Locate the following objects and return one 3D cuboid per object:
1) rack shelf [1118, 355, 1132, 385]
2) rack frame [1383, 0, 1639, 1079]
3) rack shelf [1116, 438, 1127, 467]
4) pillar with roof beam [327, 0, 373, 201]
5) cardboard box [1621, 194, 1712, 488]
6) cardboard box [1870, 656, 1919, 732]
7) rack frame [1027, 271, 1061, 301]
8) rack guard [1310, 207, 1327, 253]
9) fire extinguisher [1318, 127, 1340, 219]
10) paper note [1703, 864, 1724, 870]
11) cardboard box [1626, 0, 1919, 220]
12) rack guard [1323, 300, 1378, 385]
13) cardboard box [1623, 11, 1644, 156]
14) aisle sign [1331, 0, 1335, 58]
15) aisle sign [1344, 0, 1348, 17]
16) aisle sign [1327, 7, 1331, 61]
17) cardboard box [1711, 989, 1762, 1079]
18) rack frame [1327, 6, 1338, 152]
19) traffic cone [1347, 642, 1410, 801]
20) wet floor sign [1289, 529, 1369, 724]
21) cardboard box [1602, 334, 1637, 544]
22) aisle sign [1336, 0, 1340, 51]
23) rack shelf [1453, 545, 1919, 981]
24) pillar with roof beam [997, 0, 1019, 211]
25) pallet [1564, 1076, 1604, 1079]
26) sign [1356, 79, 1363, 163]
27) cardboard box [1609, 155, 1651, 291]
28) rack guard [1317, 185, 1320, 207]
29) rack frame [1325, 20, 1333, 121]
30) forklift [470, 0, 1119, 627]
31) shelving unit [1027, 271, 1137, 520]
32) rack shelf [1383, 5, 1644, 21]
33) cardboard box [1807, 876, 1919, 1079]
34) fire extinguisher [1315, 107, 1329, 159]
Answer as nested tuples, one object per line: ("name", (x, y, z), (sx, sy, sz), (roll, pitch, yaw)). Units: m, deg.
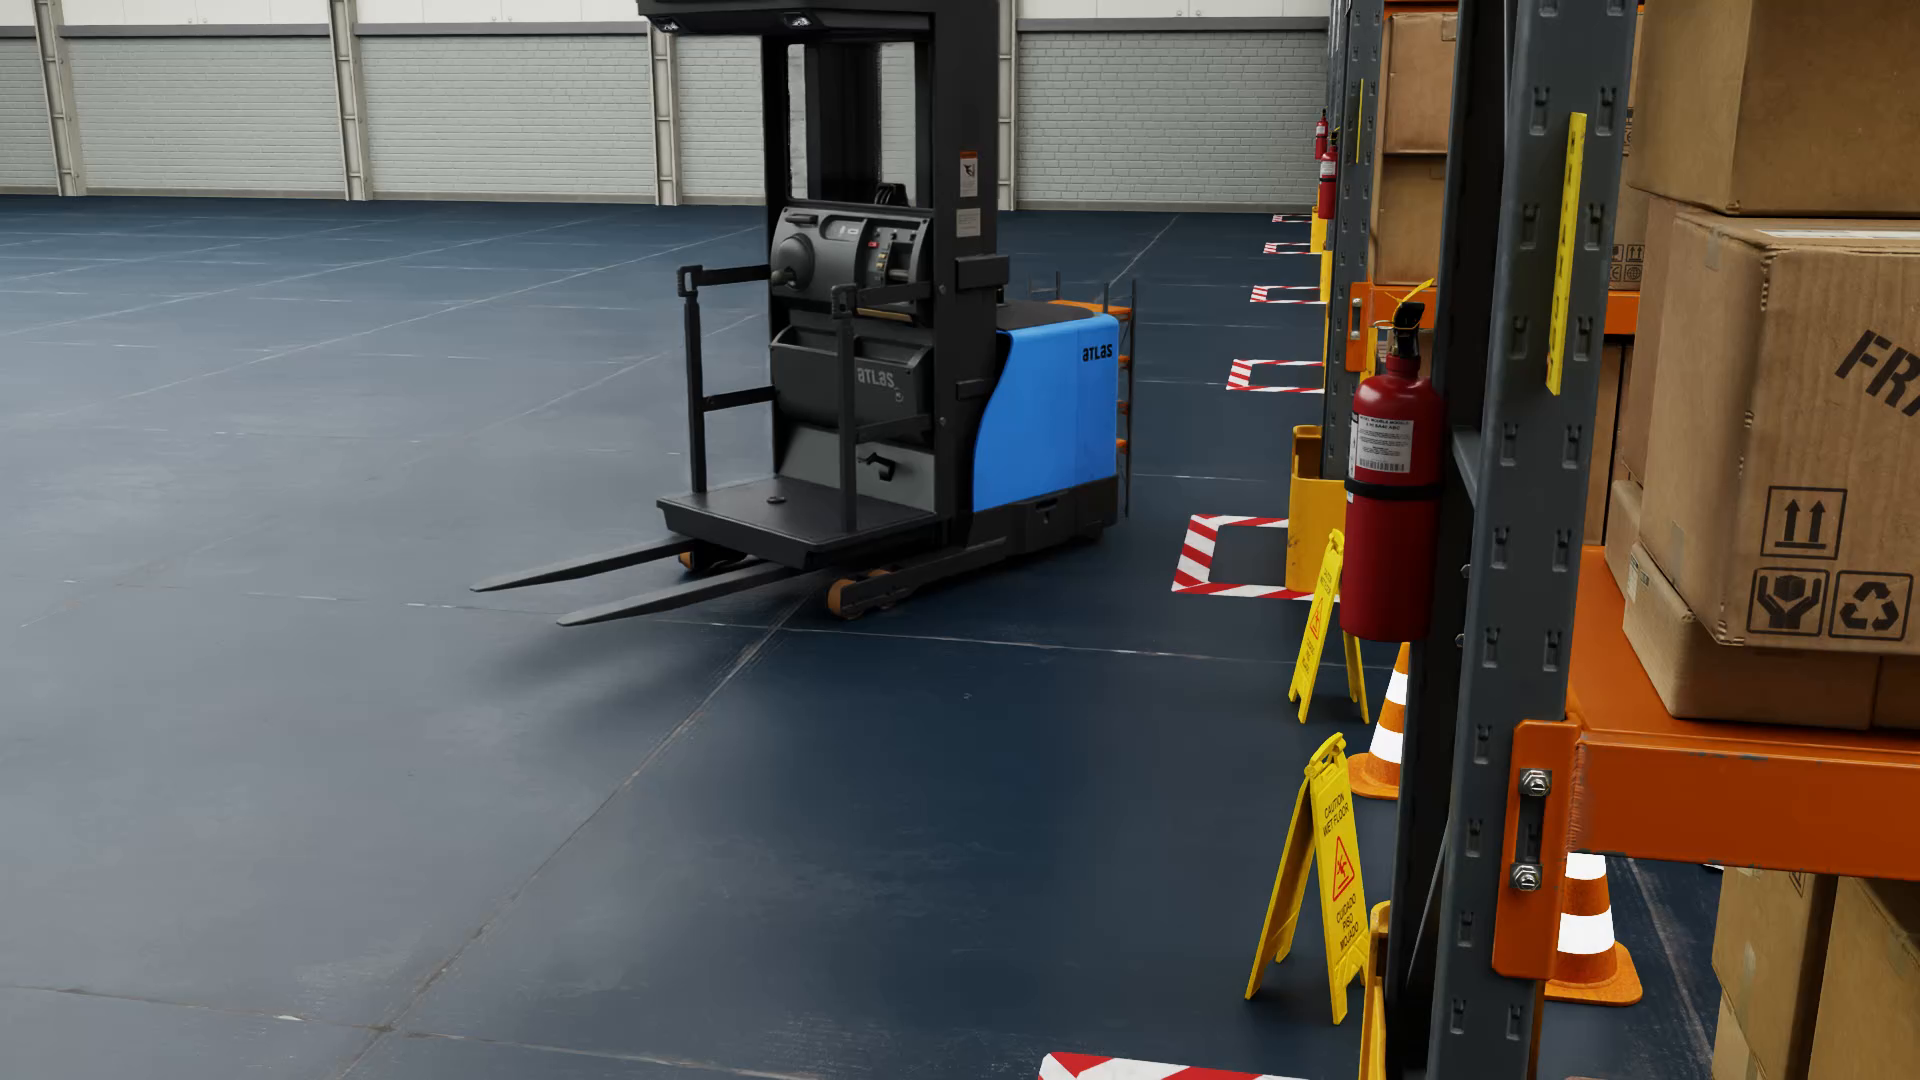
("rack shelf", (0.595, -0.862, 8.267), (0.480, 0.148, 0.258), (14, 21, 42))
("rack frame", (0.827, -0.064, 2.604), (0.053, 2.616, 0.949), (3, 16, 11))
("rack shelf", (0.592, -0.455, 8.377), (0.480, 0.148, 0.258), (14, 21, 42))
("pillar with roof beam", (-11.875, -9.456, 25.273), (0.400, 9.000, 9.100), (3, 16, 11))
("cardboard box", (1.414, -0.300, 2.710), (0.500, 0.500, 0.500), (3, 16, 10))
("cardboard box", (1.370, 0.138, 2.345), (0.250, 0.149, 0.380), (3, 16, 12))
("rack frame", (0.418, -0.756, 8.471), (0.015, 1.200, 0.240), (14, 21, 42))
("rack guard", (4.757, -4.045, 21.659), (0.348, 0.500, 1.175), (3, 16, 11))
("fire extinguisher", (2.782, -2.747, 12.434), (0.183, 0.674, 0.296), (3, 16, 11))
("paper note", (2.151, 0.895, 4.702), (0.142, 0.019, 0.148), (-2, 16, -8))
("cardboard box", (1.372, -0.768, 2.529), (0.500, 0.500, 0.700), (3, 16, 10))
("rack guard", (2.877, -1.449, 12.285), (0.348, 0.500, 1.175), (3, 16, 11))
("cardboard box", (2.628, -1.923, 7.011), (0.550, 0.550, 0.875), (3, 16, 11))
("aisle sign", (4.774, -6.582, 21.264), (0.004, 0.787, 0.394), (3, 16, 11))
("aisle sign", (1.705, -2.700, 7.252), (0.004, 0.787, 0.394), (3, 16, 11))
("aisle sign", (5.633, -7.723, 25.383), (0.004, 0.787, 0.394), (3, 16, 11))
("cardboard box", (1.697, 1.032, 3.013), (0.500, 0.250, 0.500), (3, 16, 11))
("rack frame", (4.780, -5.249, 21.321), (0.127, 3.000, 1.000), (3, 16, 11))
("traffic cone", (1.394, 0.535, 5.195), (0.334, 0.463, 0.336), (3, 16, 11))
("wet floor sign", (1.292, 0.286, 5.752), (0.232, 0.644, 0.267), (0, 15, 1))
("cardboard box", (3.255, -0.479, 7.294), (0.875, 0.875, 0.875), (3, 16, 10))
("aisle sign", (3.778, -5.287, 16.591), (0.004, 0.787, 0.394), (3, 16, 11))
("rack shelf", (2.788, 0.388, 2.319), (4.000, 0.370, 1.077), (3, 16, 11))
("pillar with roof beam", (-0.116, -8.818, 22.968), (0.400, 9.000, 9.100), (3, 16, 11))
("pallet", (1.691, 1.335, 2.776), (1.213, 0.211, 1.003), (3, 16, 11))
("sign", (1.599, -1.676, 6.653), (0.005, 0.325, 0.100), (3, 16, 11))
("cardboard box", (2.631, -1.406, 7.168), (0.550, 0.550, 0.875), (3, 16, 11))
("rack guard", (5.838, -5.336, 26.319), (0.348, 0.500, 1.175), (3, 16, 11))
("rack frame", (5.764, -6.545, 26.000), (0.127, 3.000, 1.000), (3, 16, 11))
("forklift", (-0.624, -1.240, 6.979), (1.130, 2.935, 3.031), (14, 21, 42))
("shelving unit", (0.594, -0.711, 8.308), (0.503, 1.200, 0.258), (14, 21, 42))
("rack shelf", (5.749, -4.946, 15.955), (4.000, 0.370, 1.077), (3, 16, 11))
("cardboard box", (1.586, 0.813, 2.398), (0.500, 0.500, 0.500), (3, 16, 9))
("fire extinguisher", (4.757, -5.339, 21.793), (0.183, 0.674, 0.296), (3, 16, 11))
